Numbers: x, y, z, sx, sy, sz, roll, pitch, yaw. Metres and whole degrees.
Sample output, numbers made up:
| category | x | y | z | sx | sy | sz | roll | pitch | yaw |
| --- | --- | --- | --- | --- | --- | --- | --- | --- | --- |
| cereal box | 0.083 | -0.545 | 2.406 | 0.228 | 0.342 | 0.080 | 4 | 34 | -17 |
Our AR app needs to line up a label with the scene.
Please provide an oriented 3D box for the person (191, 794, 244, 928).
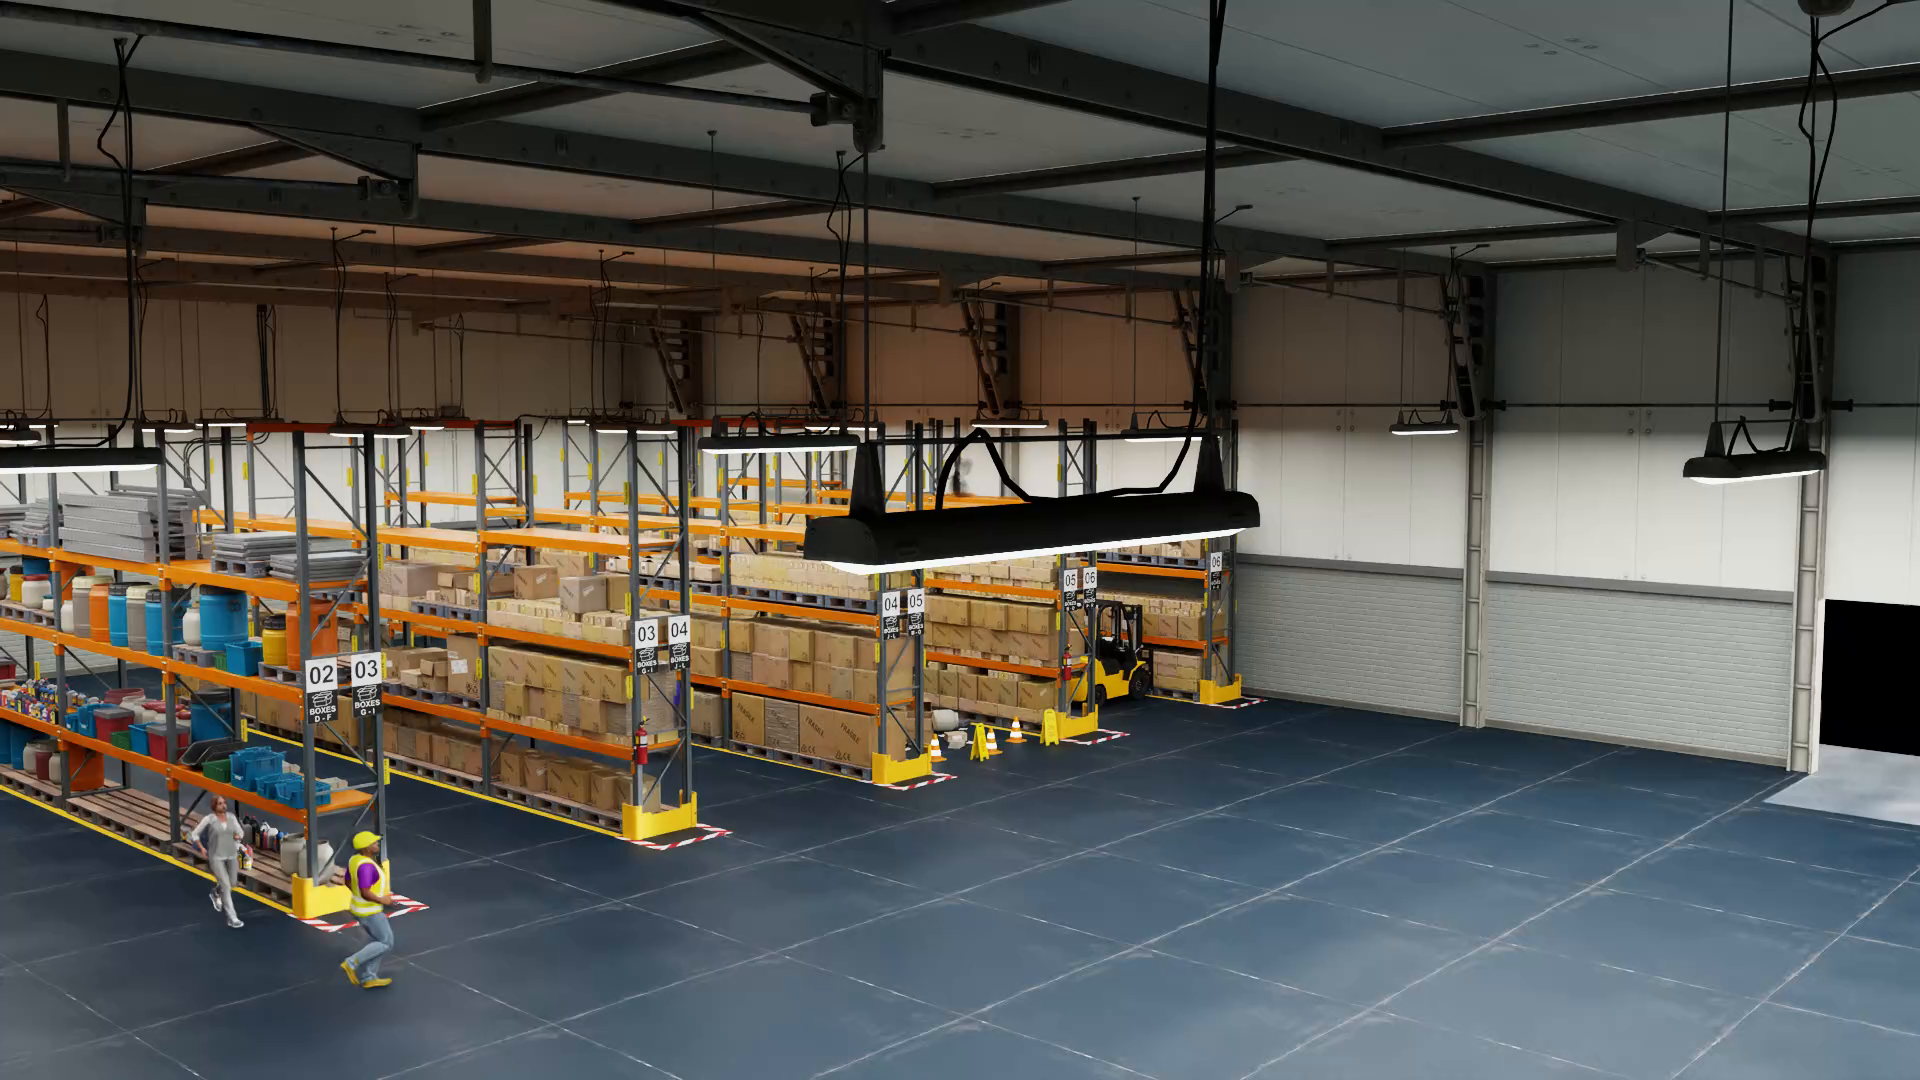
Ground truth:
| category | x | y | z | sx | sy | sz | roll | pitch | yaw |
| --- | --- | --- | --- | --- | --- | --- | --- | --- | --- |
| person | -8.972 | 3.871 | 20.220 | 0.882 | 1.560 | 0.548 | 4 | 6 | 39 |

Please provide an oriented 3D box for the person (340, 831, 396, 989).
| category | x | y | z | sx | sy | sz | roll | pitch | yaw |
| --- | --- | --- | --- | --- | --- | --- | --- | --- | --- |
| person | -6.436 | 3.999 | 17.968 | 0.583 | 1.720 | 0.691 | -3 | 6 | -35 |

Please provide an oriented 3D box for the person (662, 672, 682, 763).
| category | x | y | z | sx | sy | sz | roll | pitch | yaw |
| --- | --- | --- | --- | --- | --- | --- | --- | --- | --- |
| person | -5.130 | 3.125 | 29.571 | 0.835 | 1.574 | 0.591 | 4 | 6 | 38 |
